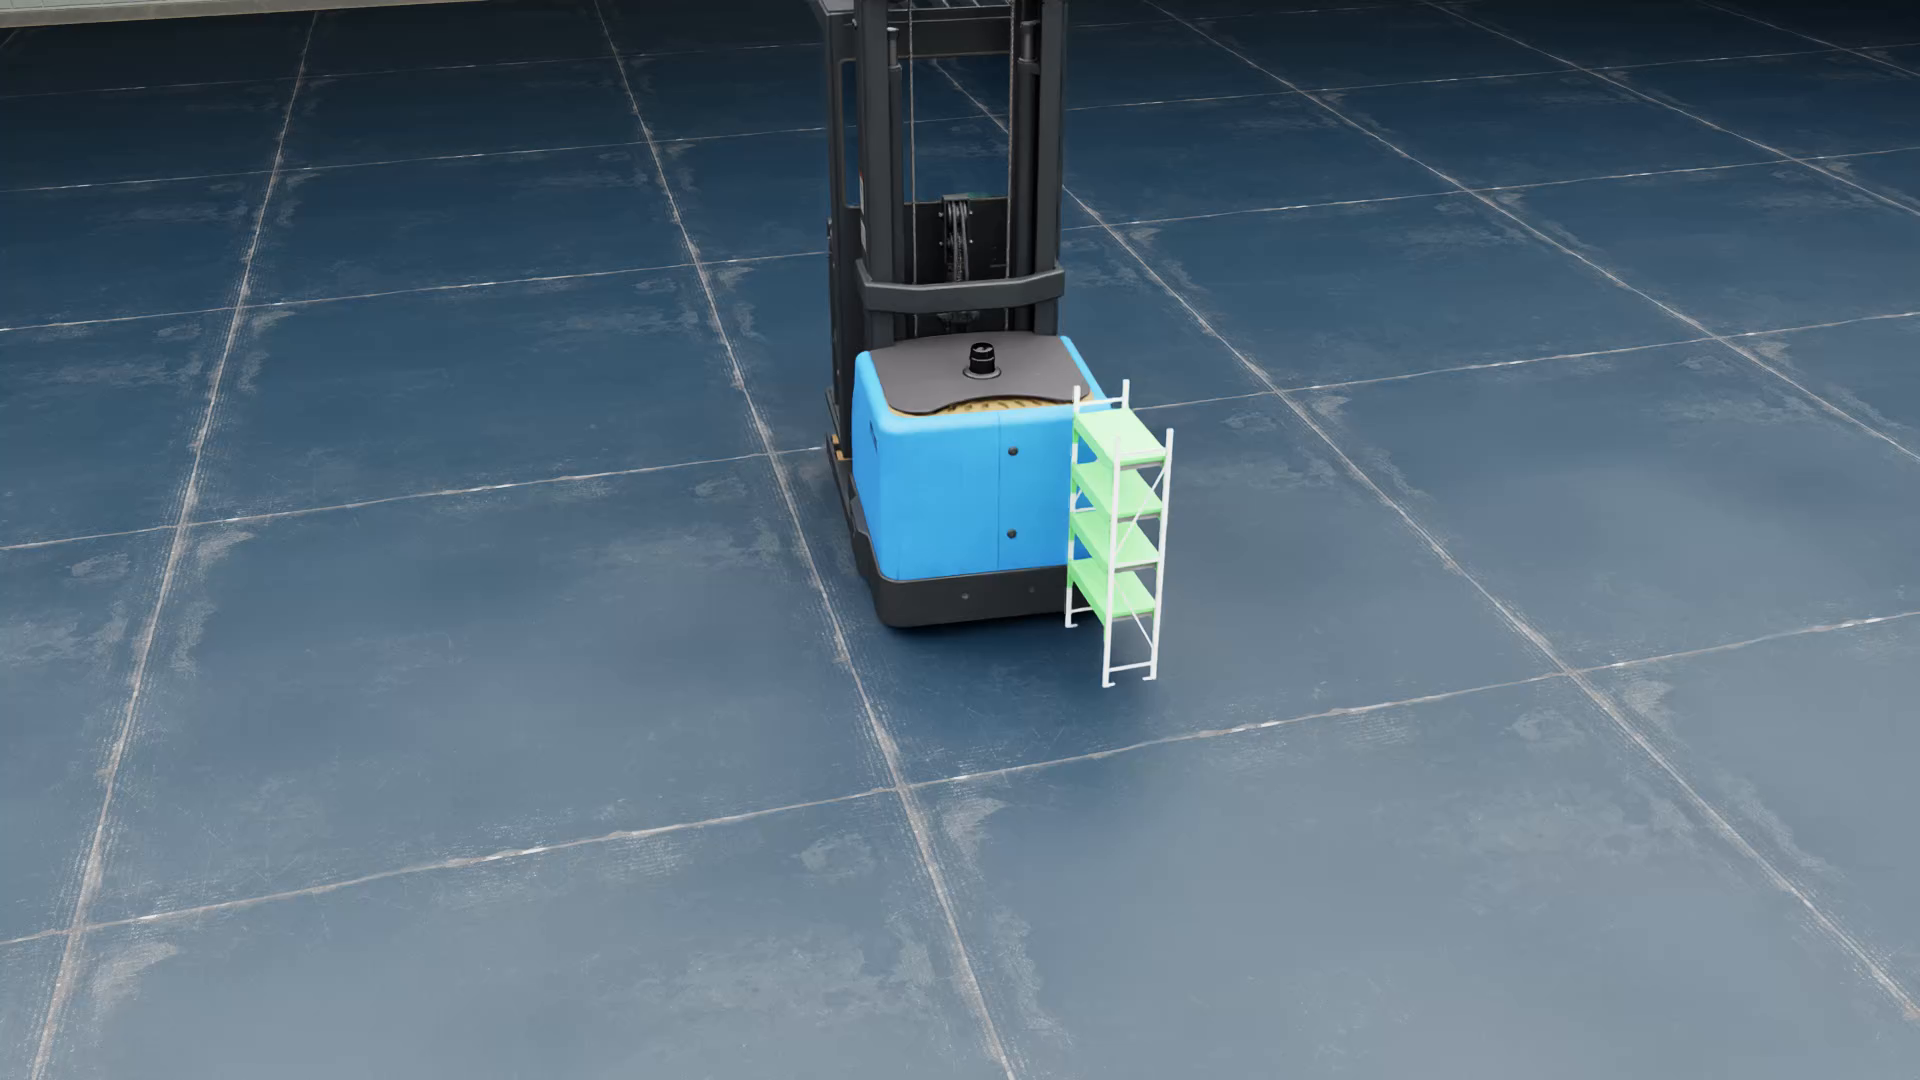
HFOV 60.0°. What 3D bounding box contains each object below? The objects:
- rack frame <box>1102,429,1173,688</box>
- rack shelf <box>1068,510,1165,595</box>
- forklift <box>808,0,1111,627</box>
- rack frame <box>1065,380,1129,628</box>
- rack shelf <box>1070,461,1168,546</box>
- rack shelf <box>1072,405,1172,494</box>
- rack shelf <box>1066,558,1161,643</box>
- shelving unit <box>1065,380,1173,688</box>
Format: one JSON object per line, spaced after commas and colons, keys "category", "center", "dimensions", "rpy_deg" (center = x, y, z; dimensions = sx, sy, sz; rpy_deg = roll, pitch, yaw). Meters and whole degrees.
{"category": "rack frame", "center": [0.731, 0.097, 6.885], "dimensions": [0.240, 1.200, 0.015], "rpy_deg": [-8, 31, -14]}
{"category": "rack shelf", "center": [0.663, 0.035, 7.120], "dimensions": [0.258, 0.148, 0.480], "rpy_deg": [-8, 31, -14]}
{"category": "forklift", "center": [-0.108, -1.600, 8.088], "dimensions": [1.130, 2.935, 3.031], "rpy_deg": [-5, 30, -9]}
{"category": "rack frame", "center": [0.596, -0.138, 7.291], "dimensions": [0.240, 1.200, 0.015], "rpy_deg": [-8, 31, -14]}
{"category": "rack shelf", "center": [0.663, -0.173, 6.999], "dimensions": [0.258, 0.148, 0.480], "rpy_deg": [-8, 31, -14]}
{"category": "rack shelf", "center": [0.663, -0.381, 6.879], "dimensions": [0.258, 0.148, 0.480], "rpy_deg": [-8, 31, -14]}
{"category": "rack shelf", "center": [0.663, 0.243, 7.240], "dimensions": [0.258, 0.148, 0.480], "rpy_deg": [-8, 31, -14]}
{"category": "shelving unit", "center": [0.663, -0.020, 7.088], "dimensions": [0.258, 1.200, 0.503], "rpy_deg": [-8, 31, -14]}
